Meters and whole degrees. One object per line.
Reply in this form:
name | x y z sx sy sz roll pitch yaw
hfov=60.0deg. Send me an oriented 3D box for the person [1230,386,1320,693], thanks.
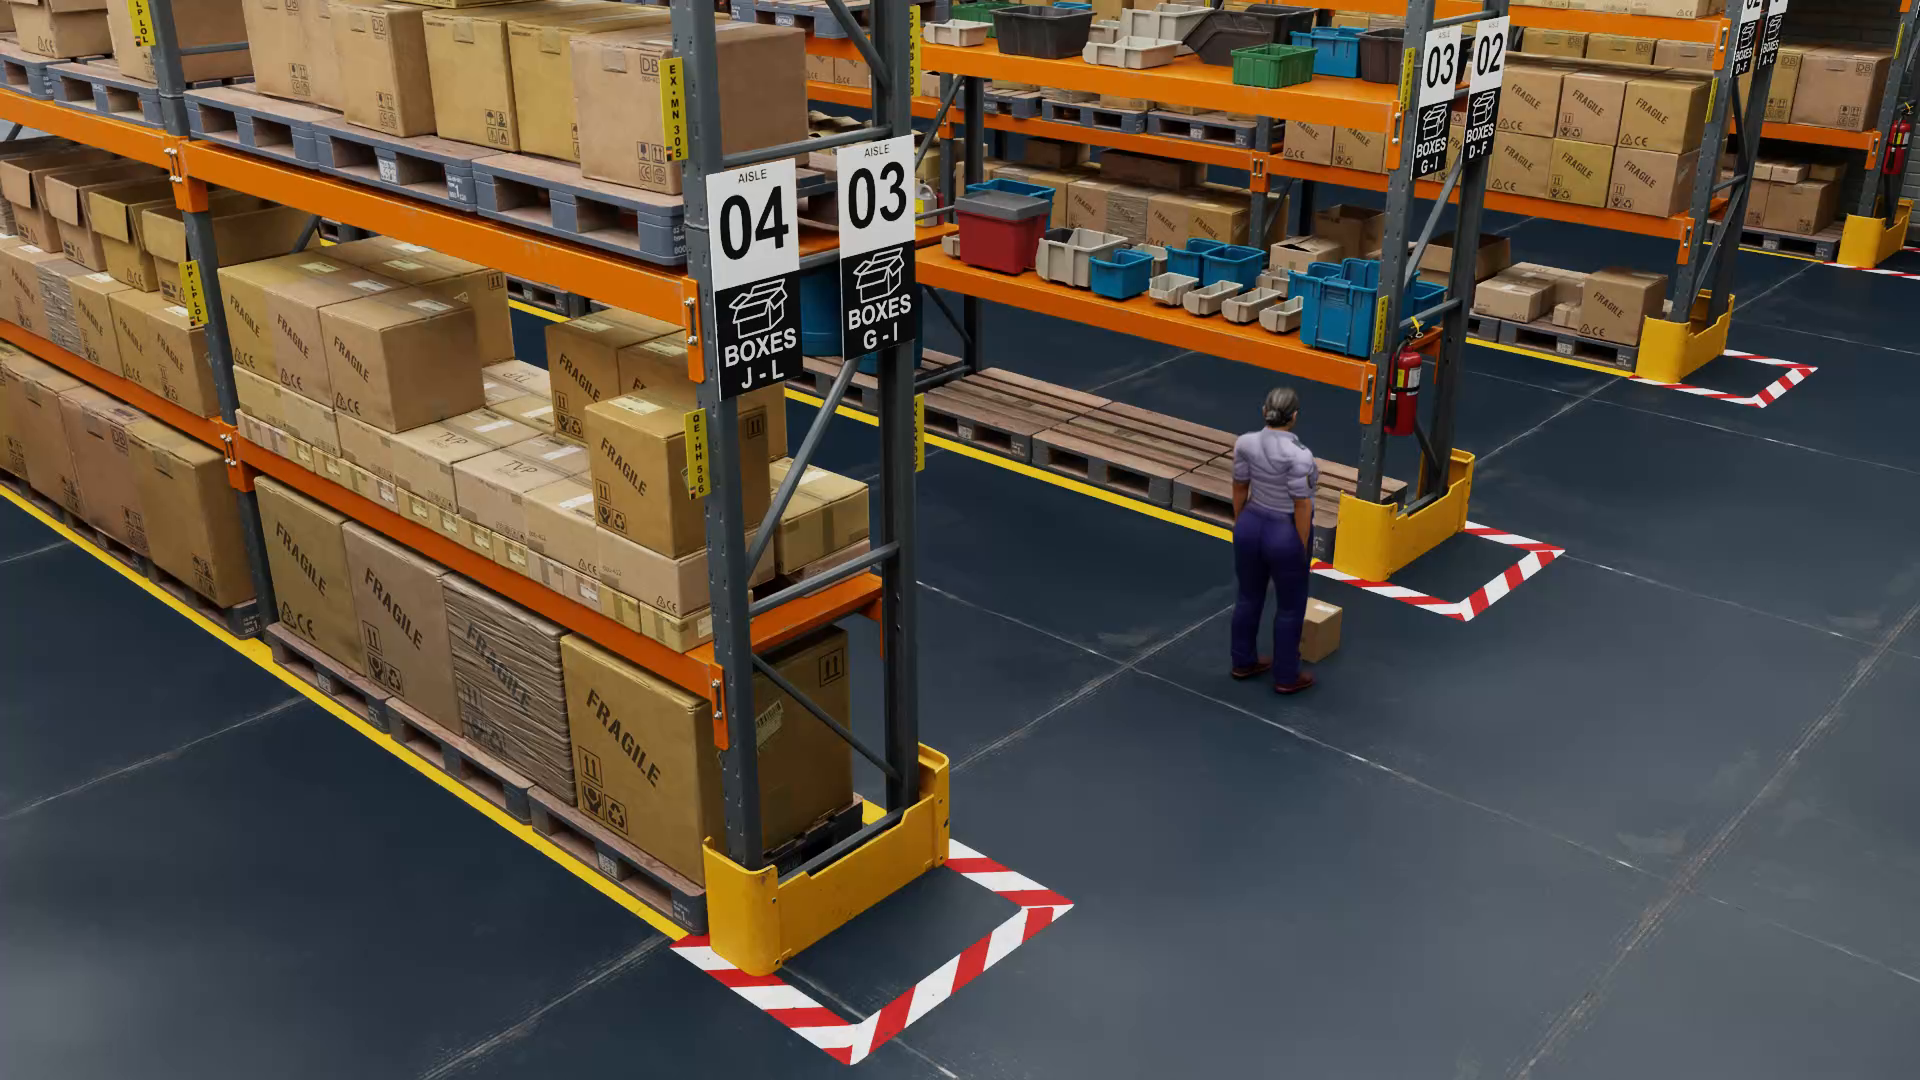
person | 1.631 -0.008 8.633 0.479 1.658 0.382 21 31 38
